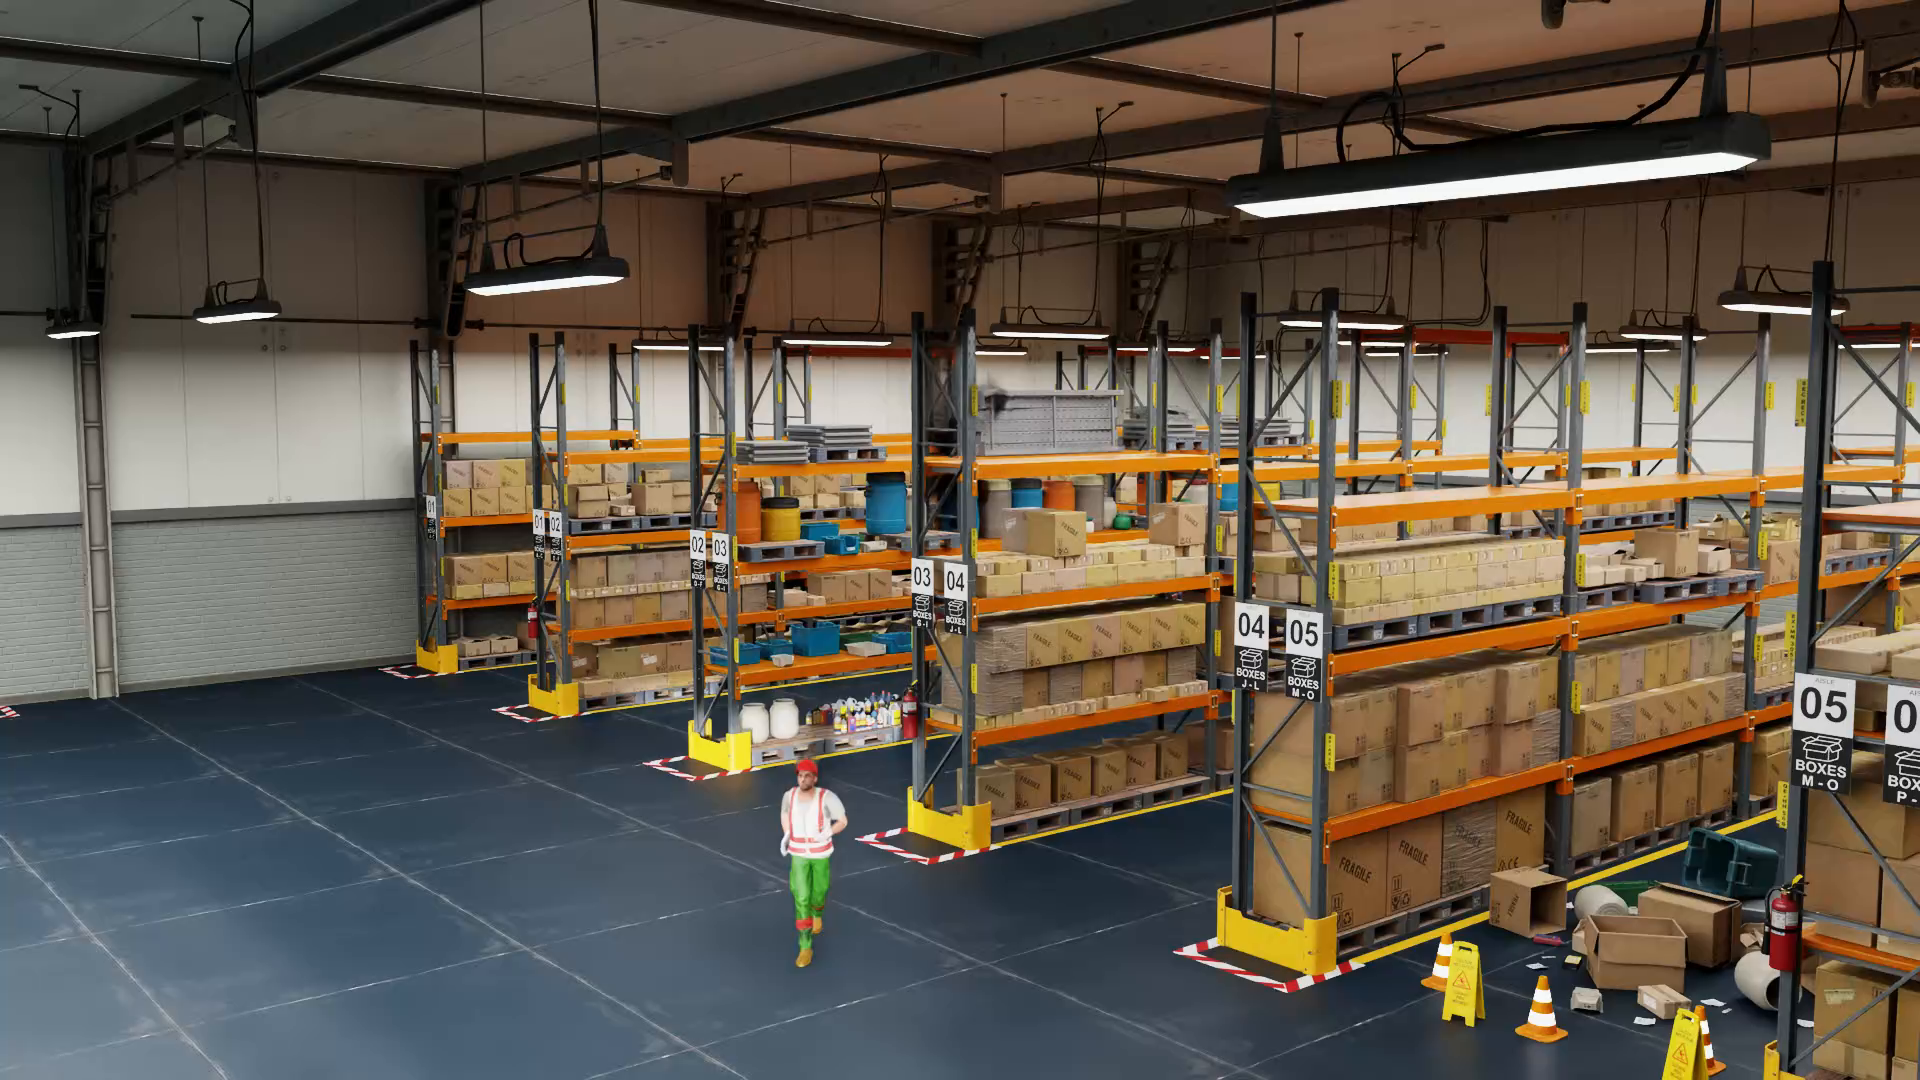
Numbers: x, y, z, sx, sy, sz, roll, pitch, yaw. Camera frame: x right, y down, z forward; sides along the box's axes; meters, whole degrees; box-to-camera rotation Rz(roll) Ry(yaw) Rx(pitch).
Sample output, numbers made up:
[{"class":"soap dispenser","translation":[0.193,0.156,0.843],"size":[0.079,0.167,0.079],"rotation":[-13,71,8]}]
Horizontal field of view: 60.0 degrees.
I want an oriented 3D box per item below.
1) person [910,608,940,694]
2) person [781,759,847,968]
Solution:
[{"class":"person","translation":[-0.568,1.718,27.829],"size":[0.667,1.739,0.601],"rotation":[5,7,43]},{"class":"person","translation":[-1.340,2.874,15.140],"size":[0.638,1.796,0.923],"rotation":[0,5,4]}]
